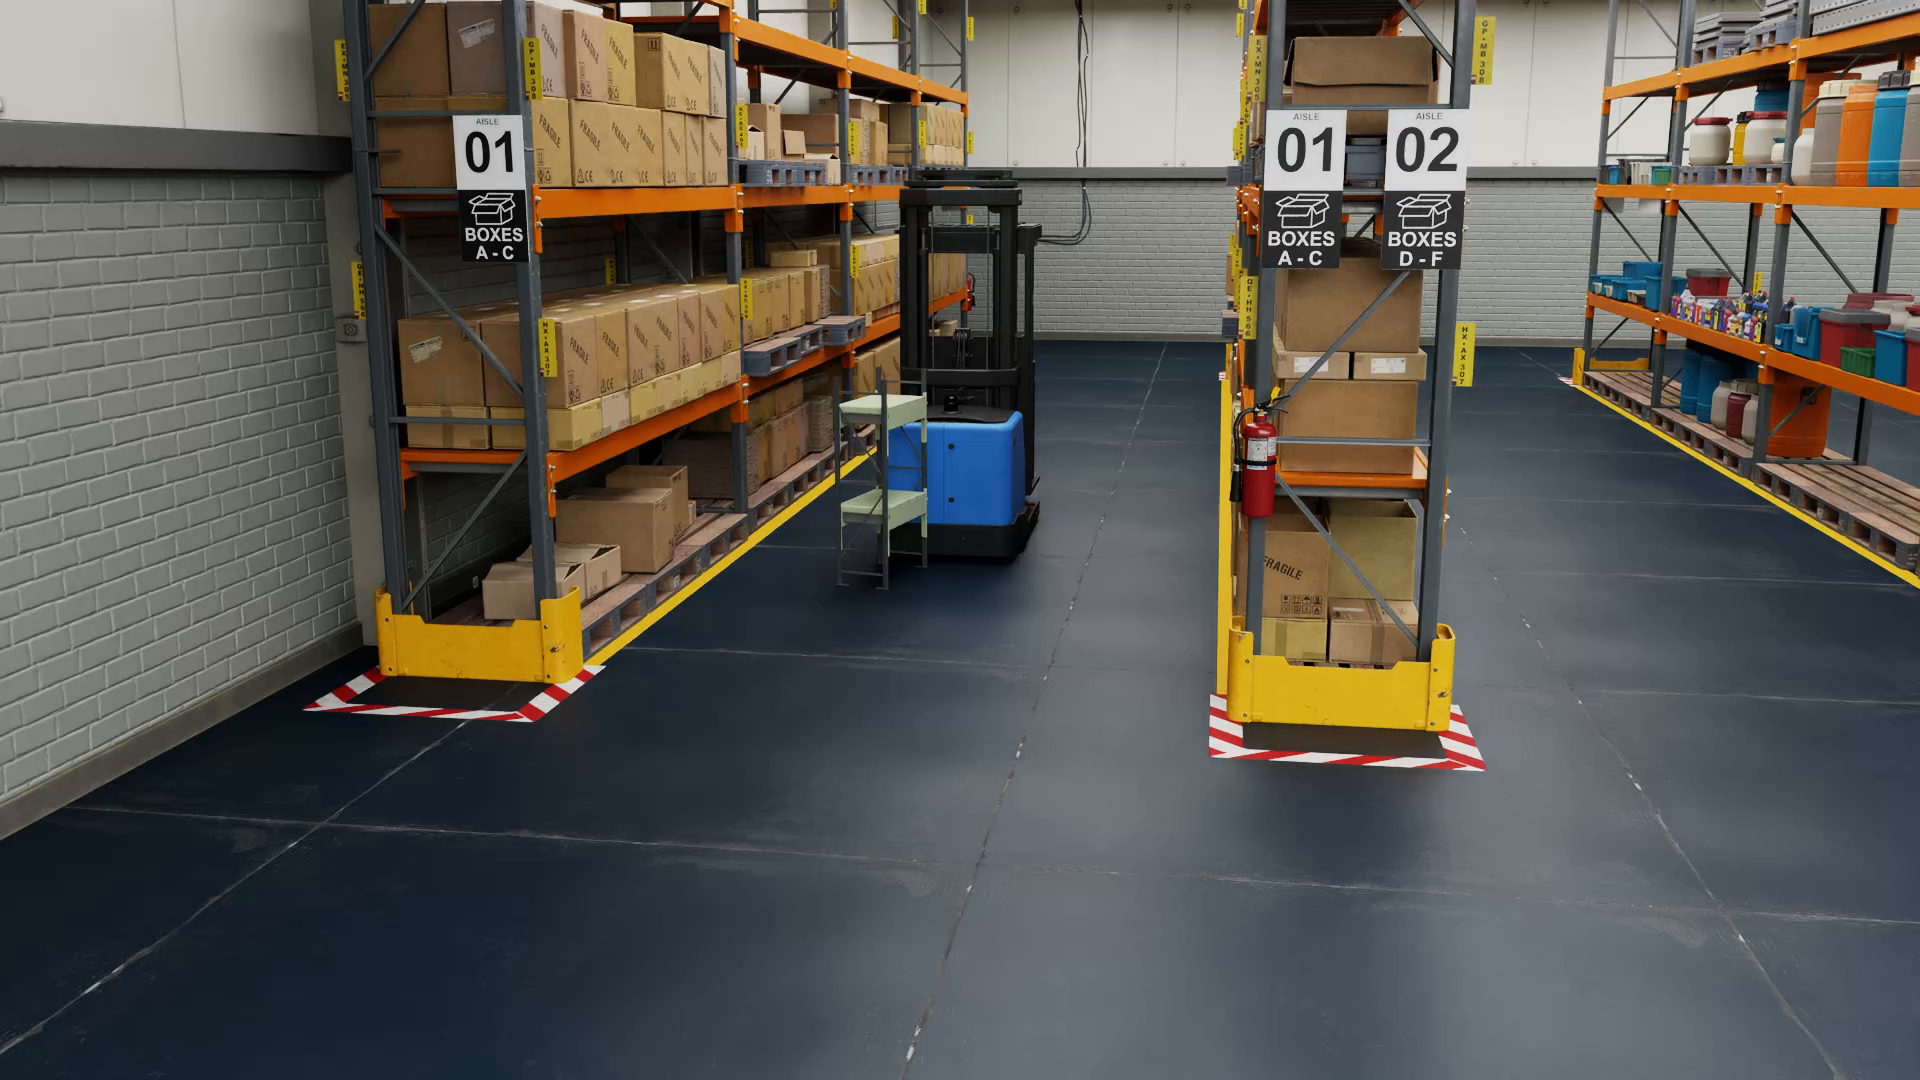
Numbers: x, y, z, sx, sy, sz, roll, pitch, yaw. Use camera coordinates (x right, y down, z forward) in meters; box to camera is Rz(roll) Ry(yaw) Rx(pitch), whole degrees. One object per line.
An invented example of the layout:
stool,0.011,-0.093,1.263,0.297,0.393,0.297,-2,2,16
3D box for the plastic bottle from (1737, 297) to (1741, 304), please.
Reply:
plastic bottle,9.044,-2.695,19.174,0.152,0.276,0.135,2,12,9

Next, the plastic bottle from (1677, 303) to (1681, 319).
plastic bottle,8.287,-2.636,19.078,0.097,0.201,0.097,0,12,0

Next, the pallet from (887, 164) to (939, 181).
pallet,-0.868,-4.762,21.562,1.003,0.211,1.213,2,12,9

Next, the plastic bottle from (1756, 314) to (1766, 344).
plastic bottle,7.810,-2.057,16.194,0.061,0.283,0.133,2,12,9

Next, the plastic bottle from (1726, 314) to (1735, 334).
plastic bottle,7.986,-2.230,17.192,0.097,0.201,0.097,0,12,0

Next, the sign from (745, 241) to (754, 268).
sign,-2.168,-2.920,17.174,0.100,0.325,0.005,2,12,9

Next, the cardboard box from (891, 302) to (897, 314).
cardboard box,-0.962,-2.765,19.754,0.380,0.149,0.250,2,12,9

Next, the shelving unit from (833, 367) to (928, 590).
shelving unit,-0.567,-0.467,12.099,0.431,1.500,0.755,5,13,21

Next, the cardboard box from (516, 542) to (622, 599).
cardboard box,-2.567,0.168,10.931,0.500,0.311,0.500,3,13,13

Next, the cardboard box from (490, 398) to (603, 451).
cardboard box,-2.461,-0.699,9.926,0.500,0.250,0.500,2,12,7

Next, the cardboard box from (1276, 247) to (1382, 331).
cardboard box,2.290,-1.517,10.096,0.700,0.500,0.500,2,12,9

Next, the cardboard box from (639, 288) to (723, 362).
cardboard box,-2.073,-1.595,12.301,0.500,0.500,0.500,2,12,8

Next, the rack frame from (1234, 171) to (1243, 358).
rack frame,3.891,-3.010,20.339,1.000,3.000,0.127,2,12,9

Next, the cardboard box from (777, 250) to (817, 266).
cardboard box,-1.643,-2.845,16.753,0.380,0.149,0.250,0,12,1

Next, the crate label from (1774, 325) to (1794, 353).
crate label,7.735,-1.858,15.394,0.303,0.233,0.416,2,12,9

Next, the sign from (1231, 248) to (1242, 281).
sign,2.738,-2.720,16.434,0.100,0.325,0.005,2,12,9

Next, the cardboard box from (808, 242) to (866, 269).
cardboard box,-1.290,-3.000,17.521,0.500,0.250,0.500,2,12,10

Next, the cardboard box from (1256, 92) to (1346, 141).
cardboard box,1.962,-2.427,9.540,0.500,0.250,0.500,2,12,9

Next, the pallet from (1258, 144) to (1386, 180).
pallet,2.365,-2.336,10.302,1.003,0.211,1.213,2,12,9

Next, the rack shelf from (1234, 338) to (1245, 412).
rack shelf,2.968,-1.409,14.619,1.077,0.370,4.000,2,12,9

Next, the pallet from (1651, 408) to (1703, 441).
pallet,8.625,-1.326,19.145,1.003,0.211,1.213,2,12,9

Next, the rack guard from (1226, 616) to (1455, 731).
rack guard,2.042,0.715,8.988,1.175,0.500,0.348,2,12,9

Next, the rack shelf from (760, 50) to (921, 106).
rack shelf,-1.312,-5.139,18.634,1.077,0.370,4.000,2,12,9

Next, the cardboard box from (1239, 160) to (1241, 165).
cardboard box,3.698,-4.757,20.496,0.500,0.250,0.500,2,12,9

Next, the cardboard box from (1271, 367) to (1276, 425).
cardboard box,2.365,-0.980,10.682,0.700,0.500,0.500,2,12,10

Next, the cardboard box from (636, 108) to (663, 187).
cardboard box,-2.296,-2.589,10.982,0.500,0.500,0.500,3,12,12

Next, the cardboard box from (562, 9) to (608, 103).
cardboard box,-2.424,-2.860,9.867,0.500,0.500,0.500,2,12,8

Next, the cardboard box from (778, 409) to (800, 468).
cardboard box,-1.921,-0.970,15.766,0.700,0.500,0.500,2,12,8

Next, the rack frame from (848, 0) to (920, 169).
rack frame,-1.004,-6.102,20.448,1.000,3.000,0.127,2,12,9

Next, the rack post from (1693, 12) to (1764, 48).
rack post,8.624,-5.570,18.157,0.937,0.300,0.954,2,12,8

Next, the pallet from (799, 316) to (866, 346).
pallet,-1.624,-2.091,16.532,1.213,0.211,1.003,2,12,9

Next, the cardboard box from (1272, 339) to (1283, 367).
cardboard box,1.994,-1.071,9.567,0.380,0.149,0.250,2,12,8

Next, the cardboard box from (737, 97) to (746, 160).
cardboard box,-2.072,-3.336,13.498,0.500,0.500,0.500,4,13,17

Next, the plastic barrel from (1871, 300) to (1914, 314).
plastic barrel,8.223,-1.849,14.689,0.421,0.512,0.421,0,12,0

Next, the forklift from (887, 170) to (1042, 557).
forklift,0.088,-1.564,13.794,1.130,2.935,3.031,2,12,8

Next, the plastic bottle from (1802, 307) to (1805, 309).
plastic bottle,8.778,-2.296,17.333,0.097,0.271,0.097,0,12,0

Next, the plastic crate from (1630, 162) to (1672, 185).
plastic crate,8.754,-4.638,21.056,0.437,0.282,0.530,2,12,9

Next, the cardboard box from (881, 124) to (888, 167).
cardboard box,-1.248,-4.720,19.873,0.700,0.500,0.500,1,12,6

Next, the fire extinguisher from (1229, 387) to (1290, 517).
fire extinguisher,1.568,-0.464,8.711,0.296,0.674,0.183,2,12,9

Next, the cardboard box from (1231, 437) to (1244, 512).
cardboard box,2.280,-0.486,12.377,0.500,0.500,0.500,2,12,9

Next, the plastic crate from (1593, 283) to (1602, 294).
plastic crate,8.906,-3.477,22.989,0.250,0.136,0.298,2,12,9

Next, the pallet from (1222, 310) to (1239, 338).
pallet,3.311,-2.227,17.161,1.213,0.211,1.003,2,12,9

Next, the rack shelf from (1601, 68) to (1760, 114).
rack shelf,9.092,-5.650,21.008,1.077,0.370,4.000,2,12,9

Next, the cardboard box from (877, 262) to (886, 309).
cardboard box,-1.125,-2.846,18.587,0.500,0.500,0.500,2,12,8

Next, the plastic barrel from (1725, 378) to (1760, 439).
plastic barrel,8.402,-1.380,17.502,0.600,0.588,0.708,2,12,9

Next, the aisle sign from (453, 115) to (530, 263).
aisle sign,-2.564,-1.918,9.100,0.394,0.787,0.004,2,12,9

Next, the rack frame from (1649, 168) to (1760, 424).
rack frame,8.785,-2.848,19.590,1.000,3.000,0.127,2,12,9

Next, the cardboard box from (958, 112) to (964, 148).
cardboard box,-0.232,-5.855,23.762,0.500,0.500,0.500,2,12,8

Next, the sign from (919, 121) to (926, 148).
sign,-0.467,-5.027,20.604,0.100,0.325,0.005,2,12,9

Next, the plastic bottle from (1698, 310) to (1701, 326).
plastic bottle,8.150,-2.451,18.219,0.097,0.201,0.097,0,12,0

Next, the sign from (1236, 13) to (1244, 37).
sign,3.970,-7.288,23.545,0.100,0.325,0.005,2,12,9
